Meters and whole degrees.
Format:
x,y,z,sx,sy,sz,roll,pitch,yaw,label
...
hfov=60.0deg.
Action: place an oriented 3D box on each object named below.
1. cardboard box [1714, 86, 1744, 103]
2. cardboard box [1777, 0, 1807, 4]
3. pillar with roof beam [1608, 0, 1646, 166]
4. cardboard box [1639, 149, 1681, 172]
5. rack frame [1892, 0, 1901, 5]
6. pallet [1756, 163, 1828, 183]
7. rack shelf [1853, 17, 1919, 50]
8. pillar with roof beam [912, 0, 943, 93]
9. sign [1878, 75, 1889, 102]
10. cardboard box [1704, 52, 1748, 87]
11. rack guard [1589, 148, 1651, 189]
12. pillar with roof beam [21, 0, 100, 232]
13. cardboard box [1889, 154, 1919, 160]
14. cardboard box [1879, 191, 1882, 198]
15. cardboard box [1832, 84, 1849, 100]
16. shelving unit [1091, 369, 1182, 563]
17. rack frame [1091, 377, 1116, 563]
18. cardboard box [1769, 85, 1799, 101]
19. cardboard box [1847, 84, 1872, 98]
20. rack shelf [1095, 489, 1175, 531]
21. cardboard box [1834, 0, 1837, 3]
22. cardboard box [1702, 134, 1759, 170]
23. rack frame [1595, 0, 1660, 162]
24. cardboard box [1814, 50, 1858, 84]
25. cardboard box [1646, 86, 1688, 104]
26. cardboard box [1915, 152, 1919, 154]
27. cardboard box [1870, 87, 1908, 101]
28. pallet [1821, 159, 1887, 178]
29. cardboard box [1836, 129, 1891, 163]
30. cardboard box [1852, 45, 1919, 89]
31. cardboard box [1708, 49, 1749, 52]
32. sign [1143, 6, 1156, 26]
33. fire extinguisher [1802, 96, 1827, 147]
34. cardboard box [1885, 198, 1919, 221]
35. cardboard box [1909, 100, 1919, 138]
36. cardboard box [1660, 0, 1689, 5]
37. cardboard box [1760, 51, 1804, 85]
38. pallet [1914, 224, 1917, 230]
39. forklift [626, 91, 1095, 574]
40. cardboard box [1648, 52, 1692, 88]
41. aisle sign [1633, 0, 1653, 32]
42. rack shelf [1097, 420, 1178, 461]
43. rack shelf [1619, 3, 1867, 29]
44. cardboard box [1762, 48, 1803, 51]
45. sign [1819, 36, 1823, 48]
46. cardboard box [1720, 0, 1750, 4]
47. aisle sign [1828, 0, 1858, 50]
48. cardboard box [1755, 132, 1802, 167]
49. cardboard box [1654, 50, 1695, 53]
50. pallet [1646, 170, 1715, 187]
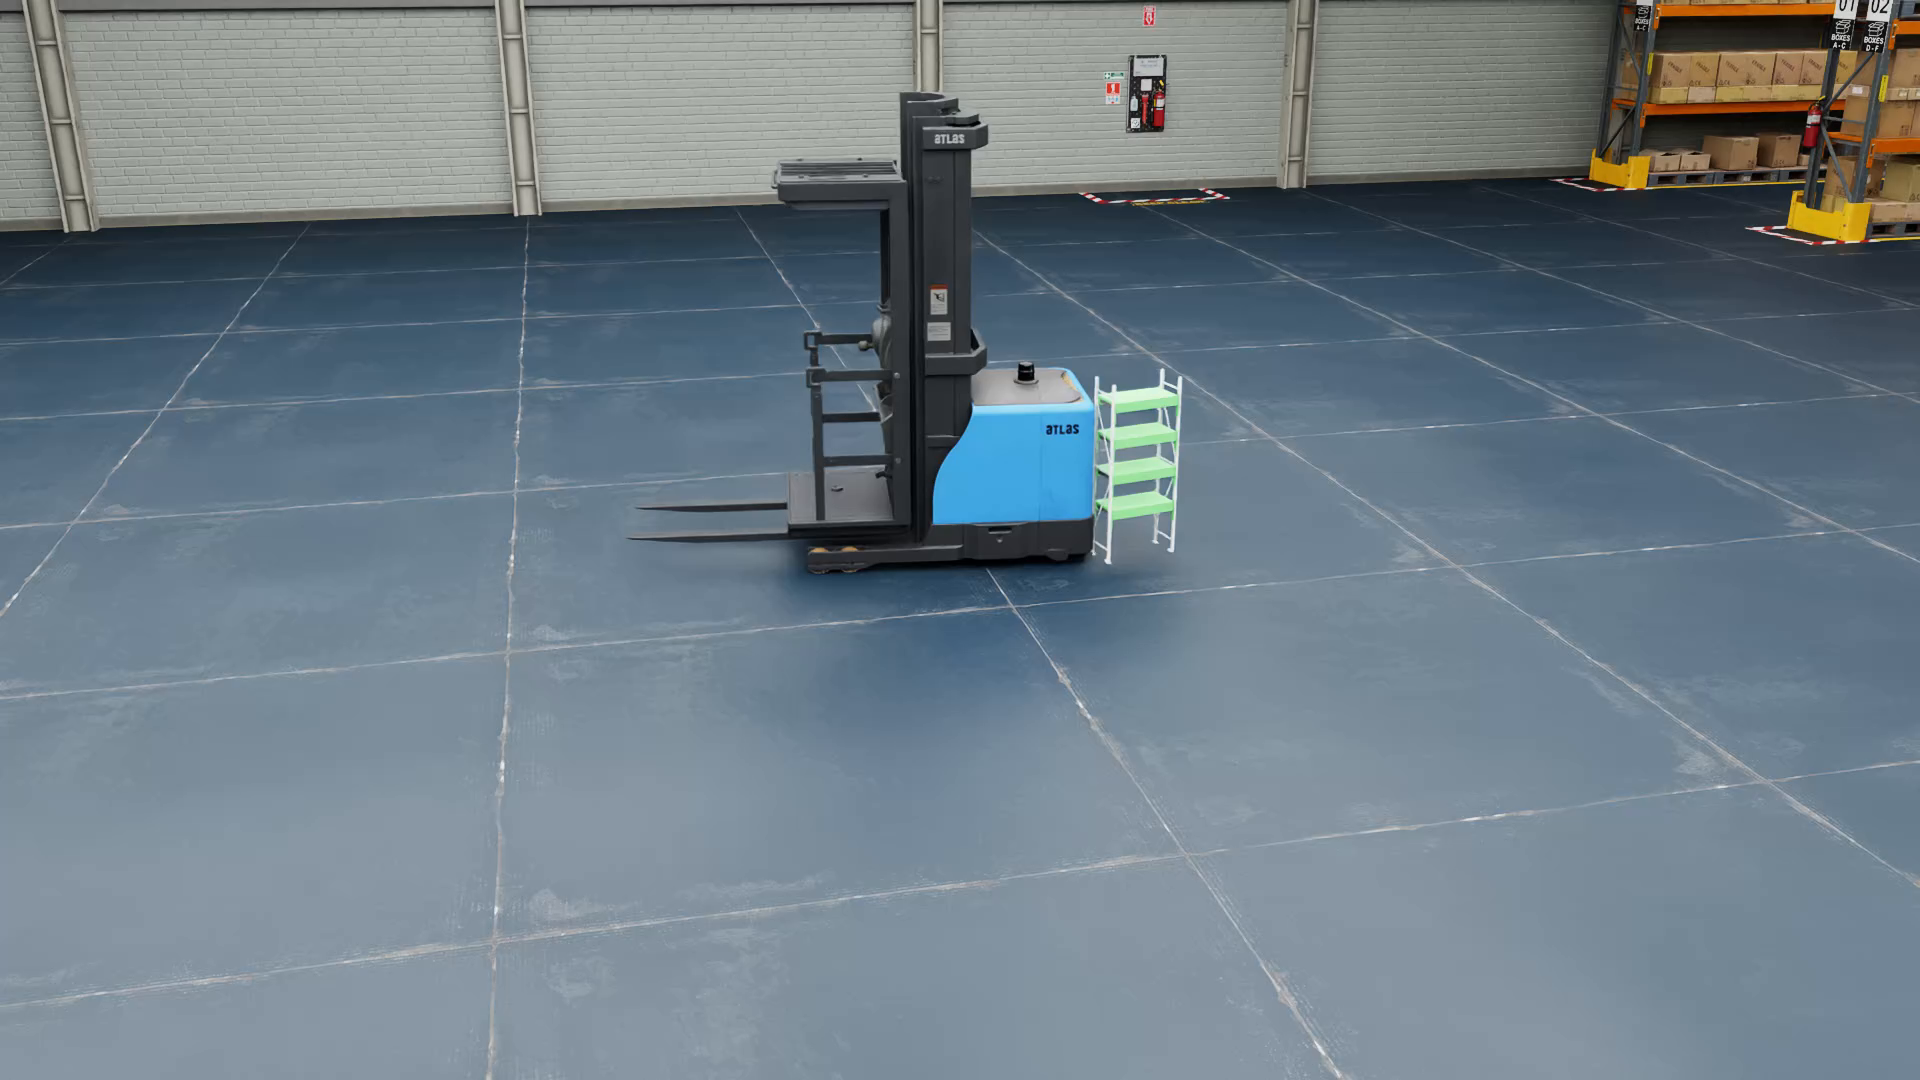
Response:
x,y,z,sx,sy,sz,roll,pitch,yaw,label
12.262,-7.215,26.838,0.500,0.250,0.500,-5,21,-13,cardboard box
13.147,-8.826,26.512,0.500,0.500,0.500,-5,21,-15,cardboard box
12.188,-8.980,22.747,0.400,9.000,9.100,-5,21,-12,pillar with roof beam
11.409,-6.228,27.225,0.500,0.311,0.500,-7,21,-19,cardboard box
11.858,-8.418,21.213,0.127,3.000,1.000,-5,21,-12,rack frame
13.962,-6.202,27.937,1.213,0.211,1.003,-5,21,-12,pallet
13.805,-6.830,22.285,4.000,0.370,1.077,-5,21,-12,rack shelf
0.510,-8.030,20.154,0.400,9.000,9.100,-5,21,-12,pillar with roof beam
11.980,-5.859,21.574,0.005,0.325,0.100,-5,21,-12,sign
12.236,-7.562,26.696,0.500,0.500,0.500,-5,21,-14,cardboard box
10.789,-6.092,27.217,0.348,0.500,1.175,-5,21,-12,rack guard
-11.168,-7.081,17.561,0.400,9.000,9.100,-5,21,-12,pillar with roof beam
13.282,-5.086,23.134,0.500,0.500,0.500,-5,21,-12,cardboard box
12.796,-4.693,23.151,0.500,0.250,0.500,-5,21,-12,cardboard box
14.216,-7.376,27.278,0.500,0.250,0.500,-5,21,-12,cardboard box
1.149,-0.484,10.893,0.503,1.200,0.258,-9,22,-23,shelving unit
0.927,-0.449,10.797,0.015,1.200,0.240,-9,22,-23,rack frame
13.244,-7.294,27.055,0.500,0.250,0.500,-5,21,-13,cardboard box
12.186,-6.047,22.373,0.250,0.149,0.380,-5,21,-13,cardboard box
1.149,-0.199,10.997,0.480,0.148,0.258,-9,22,-23,rack shelf
14.171,-8.918,26.763,0.500,0.500,0.500,-4,21,-11,cardboard box
12.689,-6.403,27.428,0.500,0.500,0.700,-6,21,-16,cardboard box
10.715,-7.259,26.771,0.127,3.000,1.000,-5,21,-12,rack frame
14.219,-7.726,27.144,0.500,0.500,0.500,-5,21,-13,cardboard box
11.263,-7.131,26.609,0.500,0.250,0.500,-5,21,-14,cardboard box
16.317,-6.757,28.395,0.500,0.500,0.700,-4,21,-12,cardboard box
12.290,-5.912,22.004,0.250,0.149,0.380,-5,21,-13,cardboard box
15.365,-6.329,28.284,1.213,0.211,1.003,-5,21,-12,pallet
15.320,-6.673,28.164,0.500,0.500,0.700,-4,20,-11,cardboard box
12.367,-6.294,22.105,0.500,0.500,0.700,-5,21,-12,cardboard box
12.609,-7.778,27.285,0.500,0.500,0.500,-4,21,-12,cardboard box
2.914,-8.068,25.608,0.199,0.298,0.001,-5,21,-12,sign
11.637,-5.711,22.657,0.183,0.674,0.296,-5,21,-12,fire extinguisher
12.917,-4.516,22.670,0.500,0.250,0.500,-5,21,-12,cardboard box
12.826,-5.724,22.435,0.500,0.500,0.700,-4,21,-11,cardboard box
11.098,-8.667,26.078,0.500,0.500,0.500,-4,21,-11,cardboard box
13.242,-7.648,26.932,0.500,0.500,0.500,-5,21,-14,cardboard box
13.778,-4.462,23.189,1.213,0.211,1.003,-5,21,-12,pallet
-0.677,-1.346,10.728,3.031,2.935,1.130,-2,20,-5,forklift
11.249,-7.488,26.493,0.500,0.500,0.500,-5,21,-12,cardboard box
10.714,-8.374,26.034,0.004,0.787,0.394,-5,21,-12,aisle sign
1.149,-0.650,10.832,0.480,0.148,0.258,-9,22,-23,rack shelf
12.661,-8.488,26.811,4.000,0.370,1.077,-5,21,-12,rack shelf
13.598,-7.860,27.510,0.500,0.500,0.500,-5,21,-13,cardboard box
14.476,-8.305,27.942,0.005,0.325,0.100,-5,21,-12,sign
12.133,-8.740,26.277,0.500,0.500,0.500,-4,20,-10,cardboard box
11.727,-6.915,22.052,0.004,0.787,0.394,-5,21,-12,aisle sign
13.607,-6.513,27.729,0.500,0.500,0.500,-6,21,-17,cardboard box
11.617,-7.695,27.060,0.500,0.500,0.500,-4,21,-12,cardboard box
11.588,-6.008,27.410,1.213,0.211,1.003,-5,21,-12,pallet
